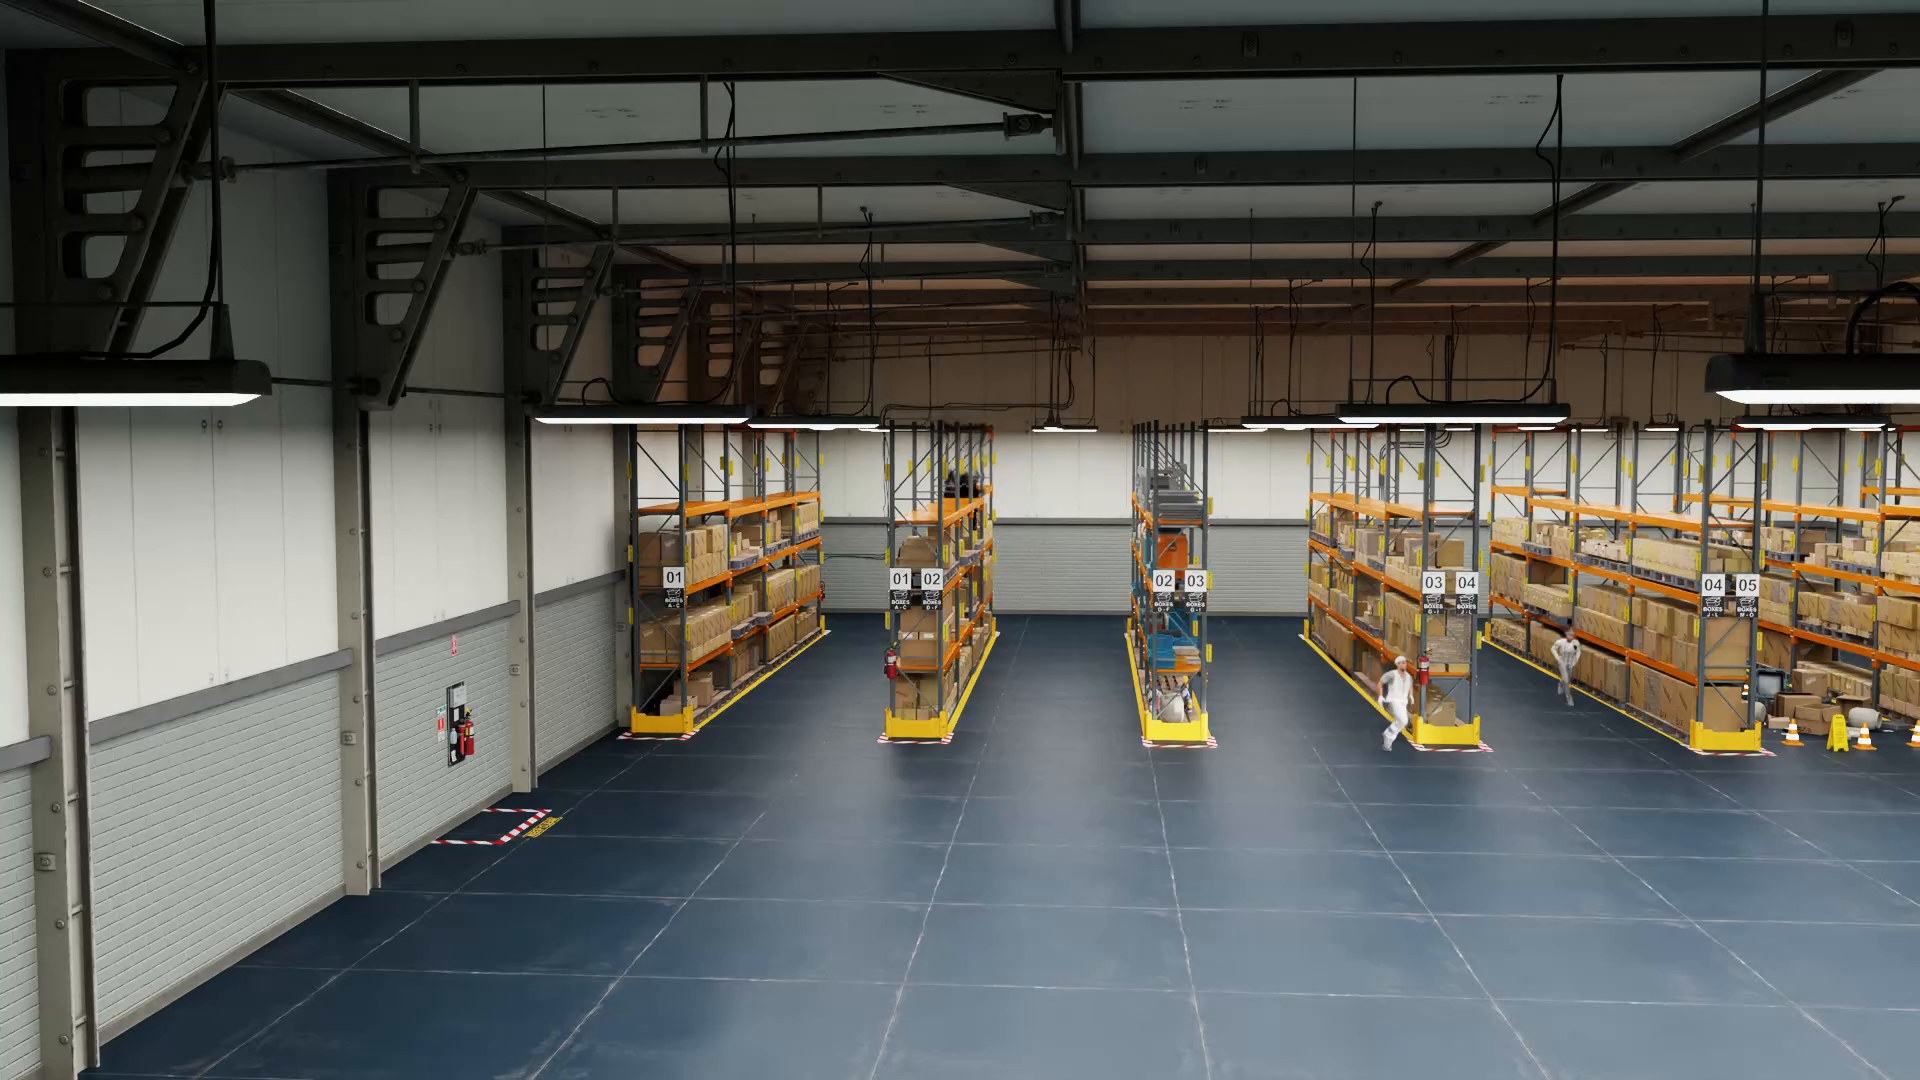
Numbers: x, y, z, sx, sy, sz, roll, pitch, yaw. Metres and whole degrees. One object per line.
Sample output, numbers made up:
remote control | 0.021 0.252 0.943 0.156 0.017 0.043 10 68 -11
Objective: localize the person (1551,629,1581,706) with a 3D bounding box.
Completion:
person | 12.925 2.687 35.551 0.621 1.679 0.853 0 4 5

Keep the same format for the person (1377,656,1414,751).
person | 7.940 2.959 30.017 0.710 1.715 0.585 -2 4 -27
